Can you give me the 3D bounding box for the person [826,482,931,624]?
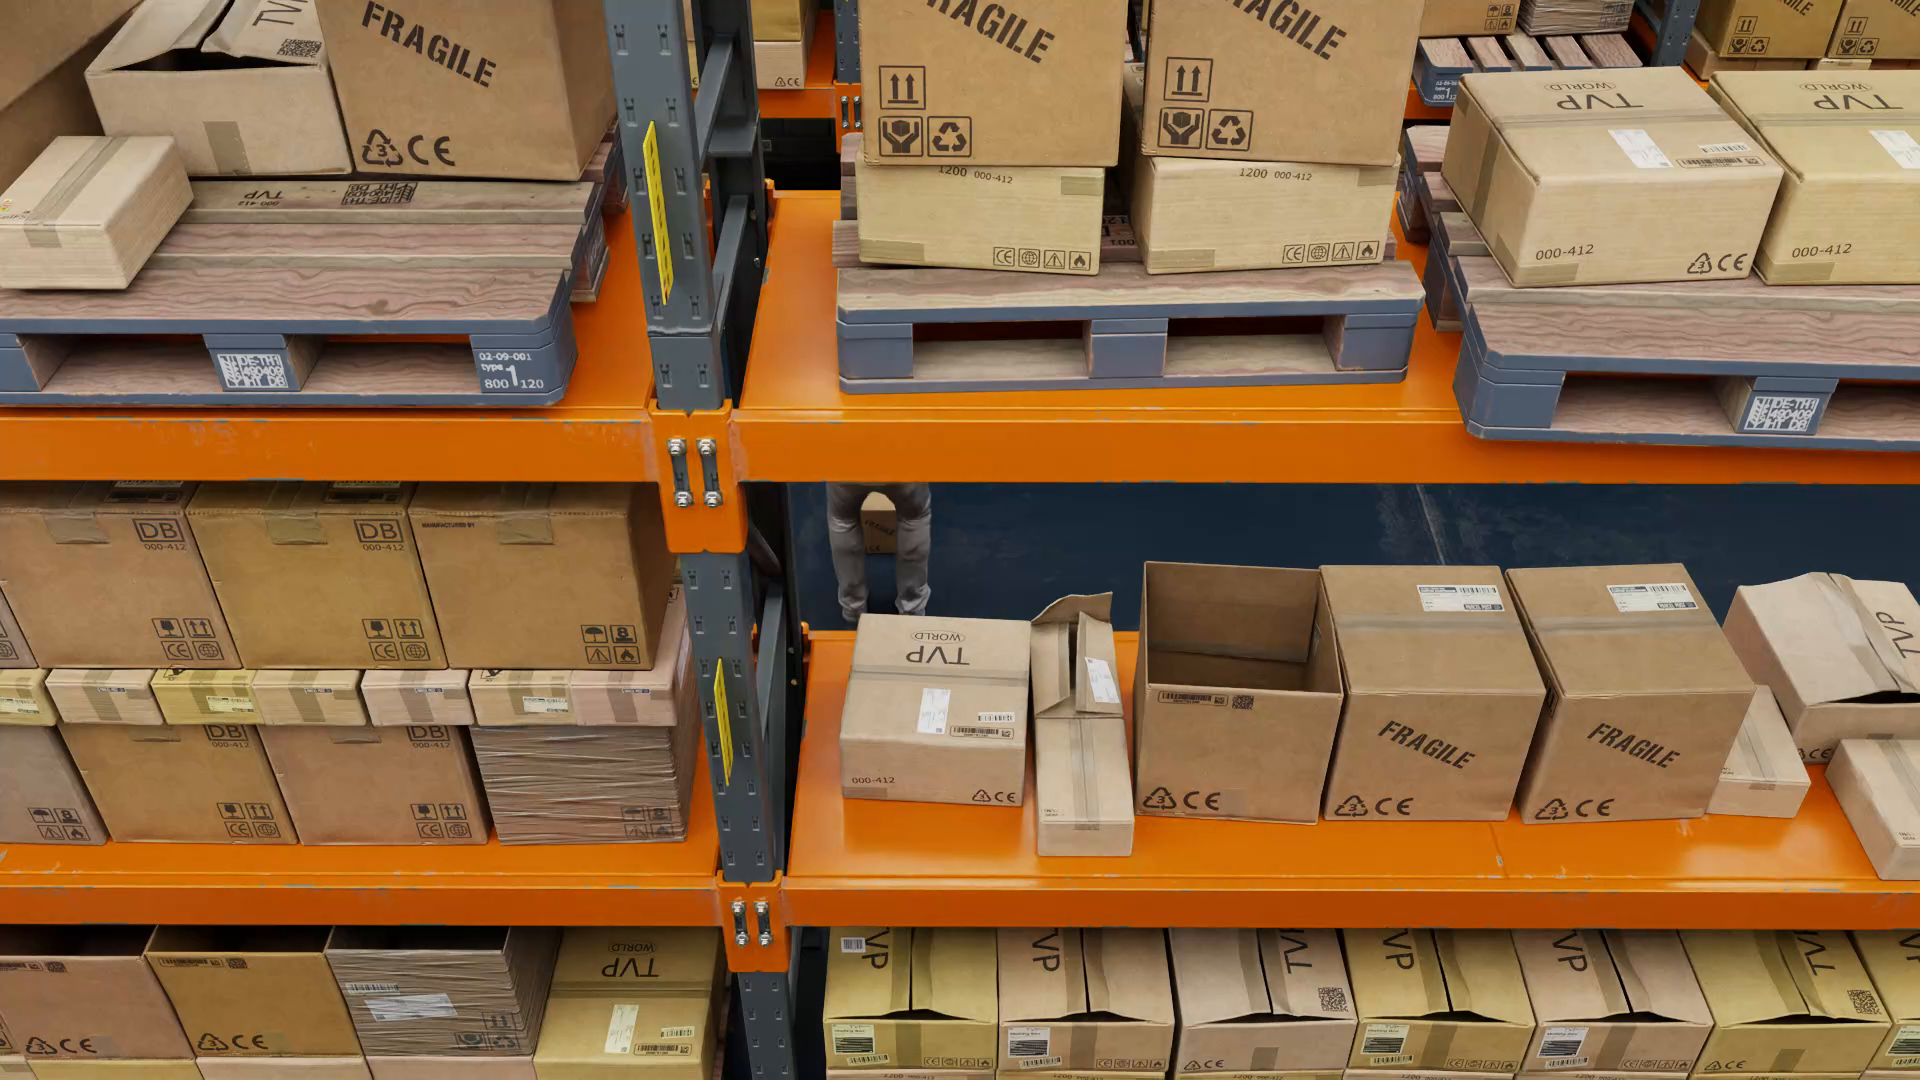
[{"bbox_3d":[-0.363,-0.380,6.668,0.602,1.682,0.511,1,39,1],"label":"person"}]
